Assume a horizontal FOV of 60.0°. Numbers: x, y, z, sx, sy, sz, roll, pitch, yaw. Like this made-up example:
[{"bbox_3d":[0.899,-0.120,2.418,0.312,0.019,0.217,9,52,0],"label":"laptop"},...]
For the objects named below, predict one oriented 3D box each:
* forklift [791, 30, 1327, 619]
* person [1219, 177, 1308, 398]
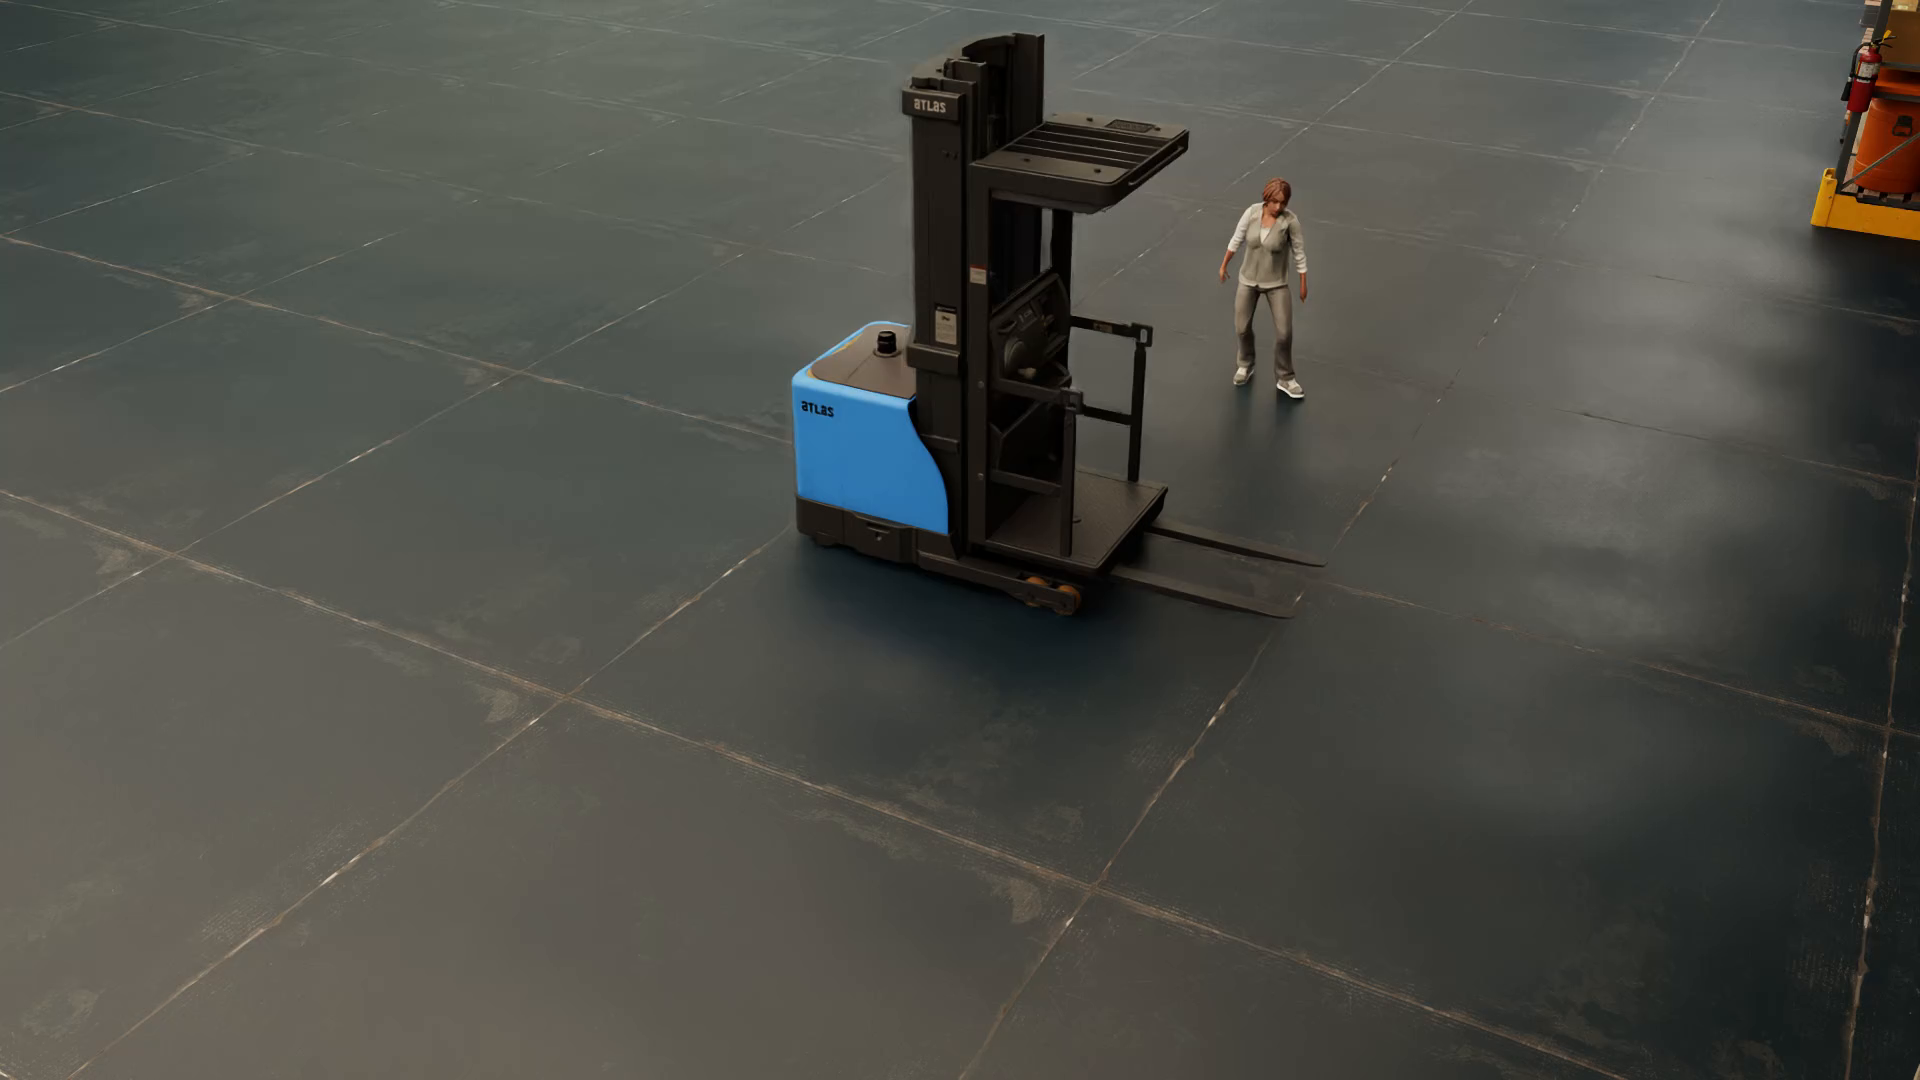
[{"bbox_3d":[0.567,-1.152,9.067,3.031,2.935,1.130,14,33,23],"label":"forklift"},{"bbox_3d":[2.137,-1.781,11.555,0.740,1.568,0.403,15,33,24],"label":"person"}]
